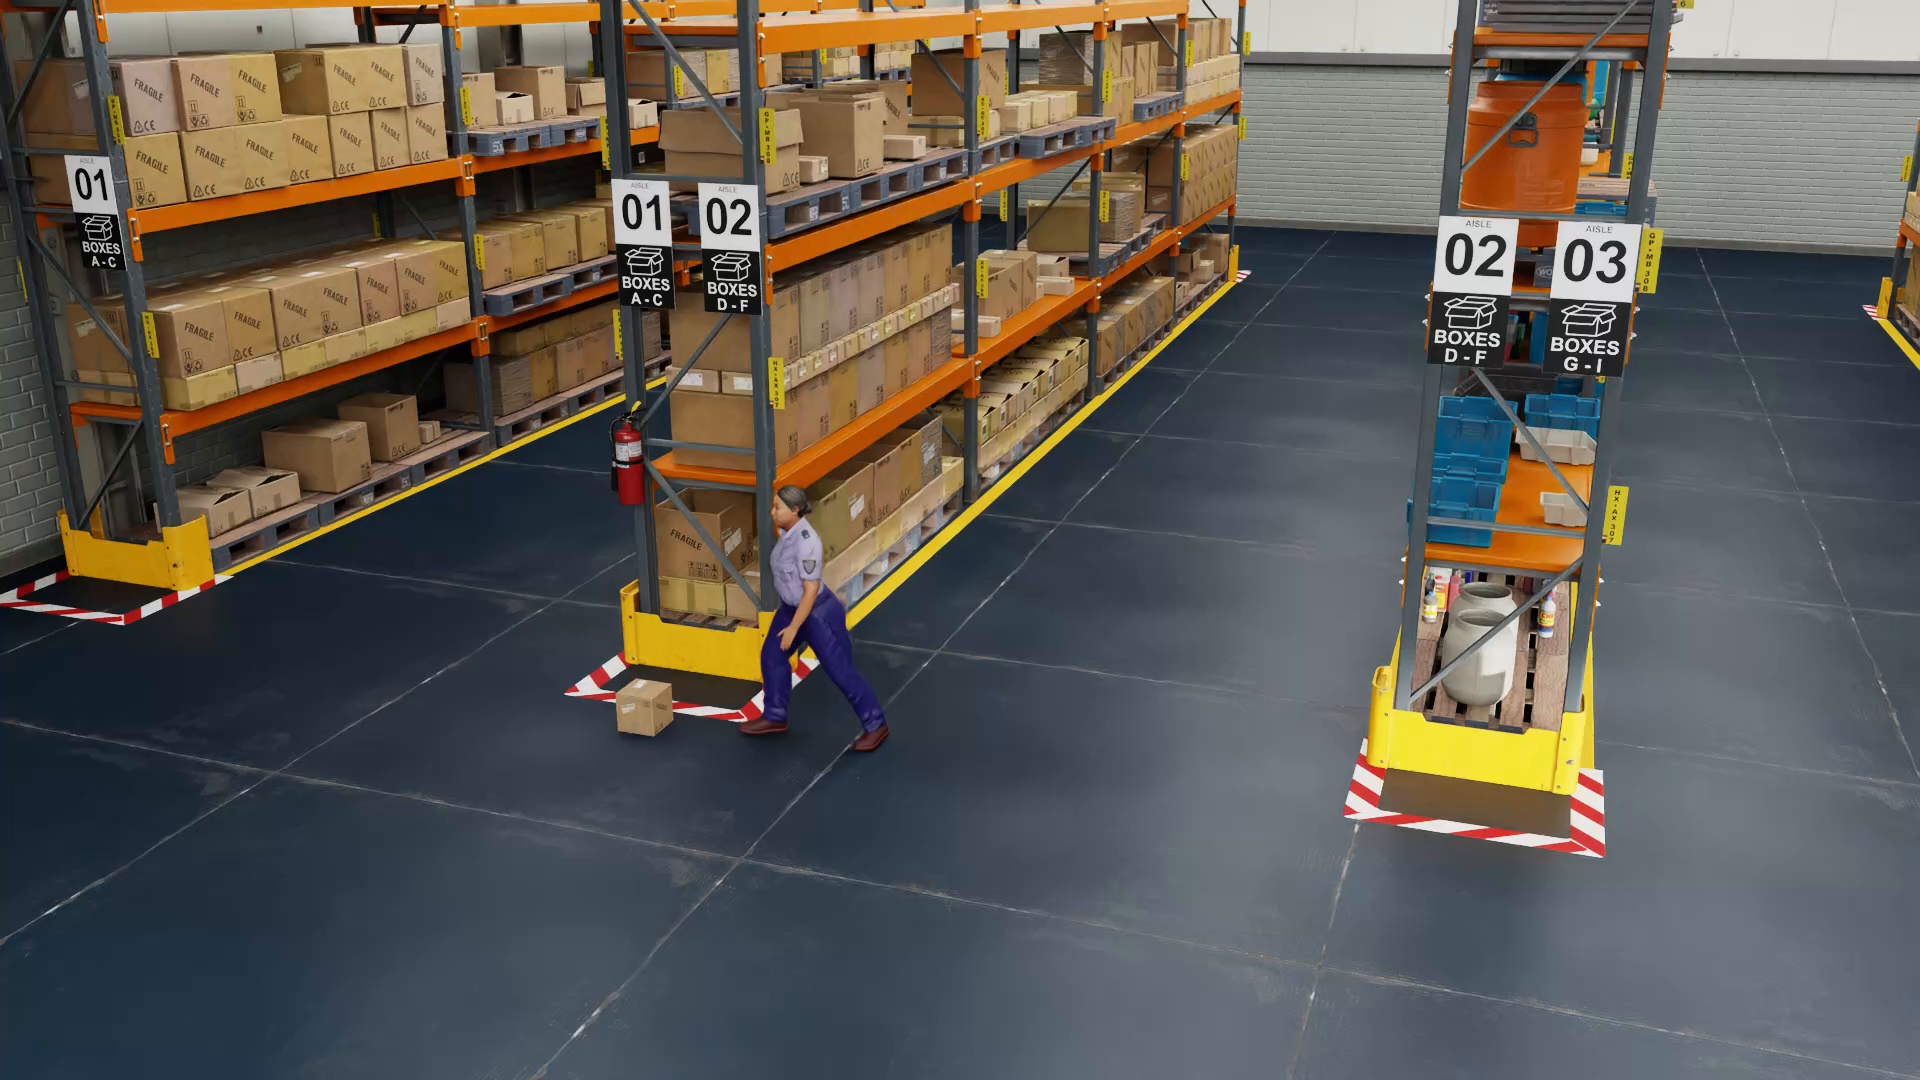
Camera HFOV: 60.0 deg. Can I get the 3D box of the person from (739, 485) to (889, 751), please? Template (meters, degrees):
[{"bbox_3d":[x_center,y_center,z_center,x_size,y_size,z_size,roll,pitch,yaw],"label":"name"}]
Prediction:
[{"bbox_3d":[-0.869,0.447,9.805,0.782,1.589,0.660,-9,21,-26],"label":"person"}]
